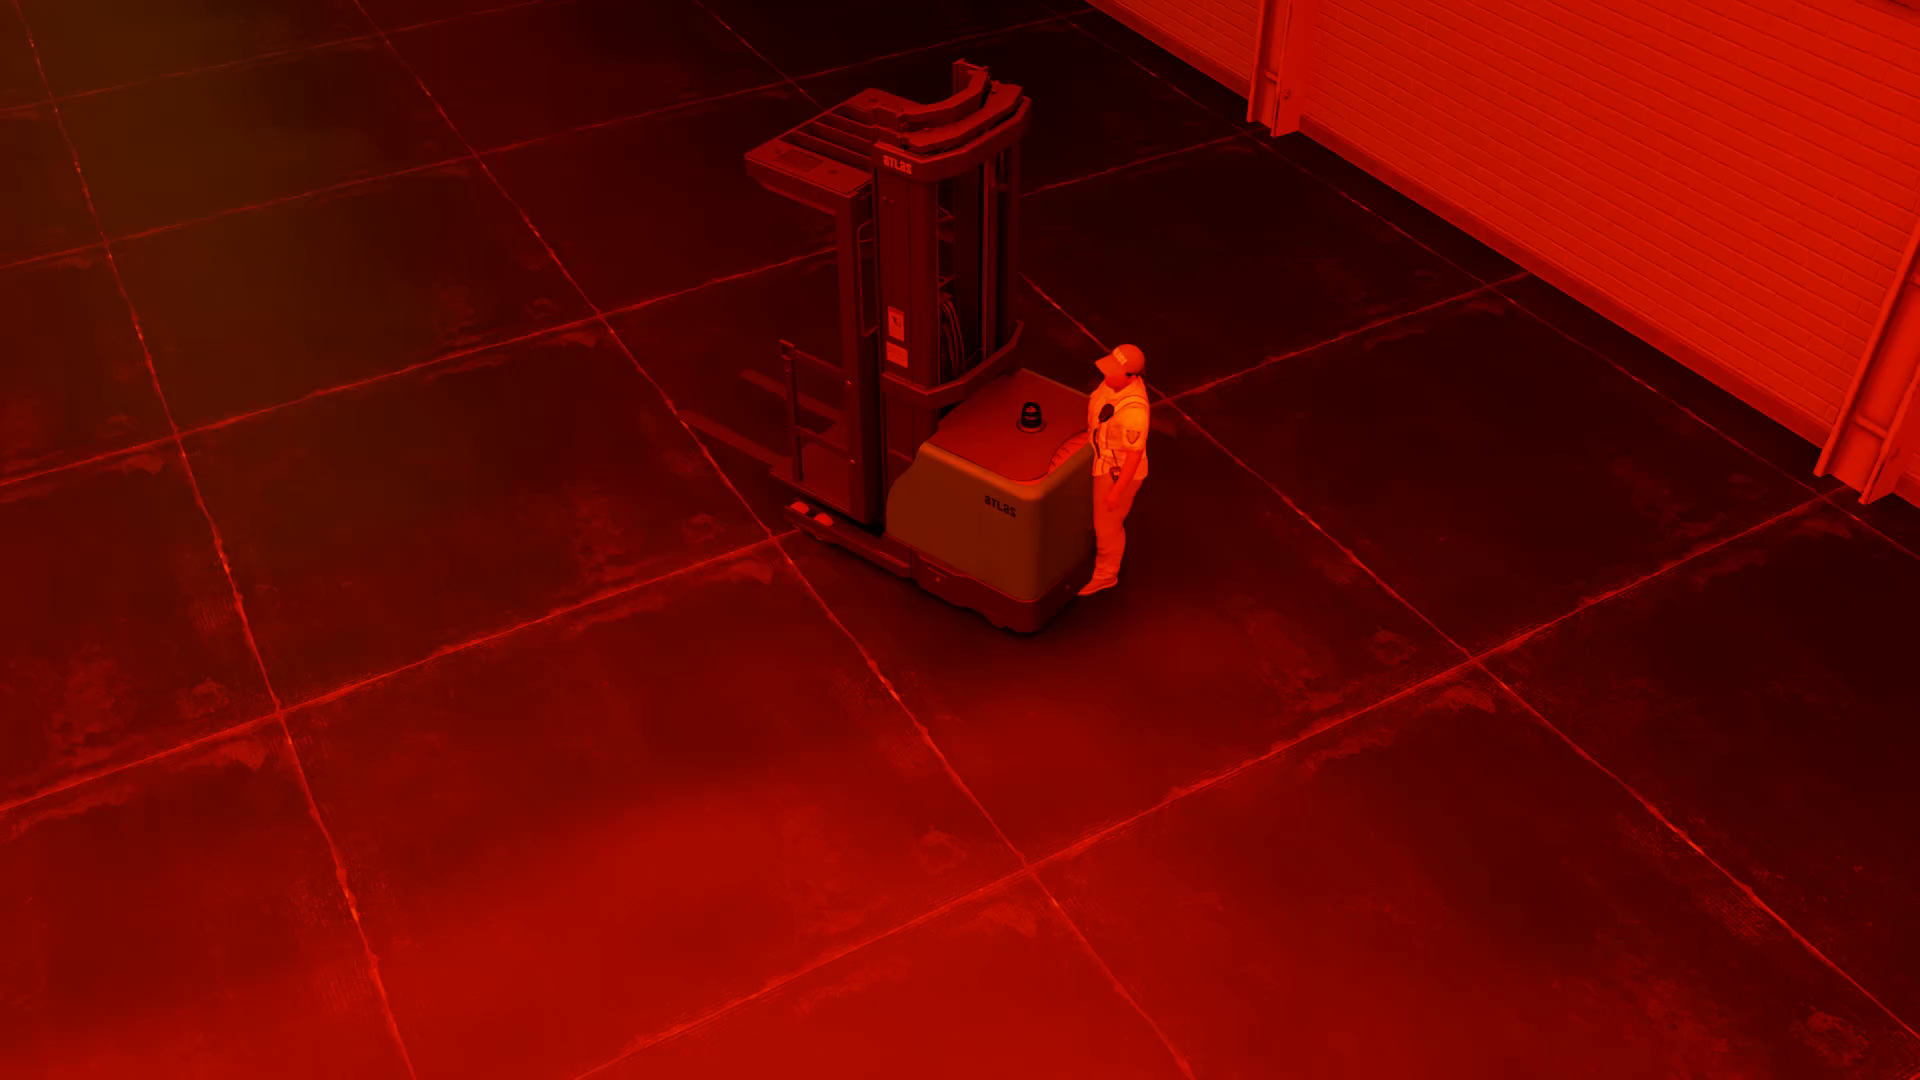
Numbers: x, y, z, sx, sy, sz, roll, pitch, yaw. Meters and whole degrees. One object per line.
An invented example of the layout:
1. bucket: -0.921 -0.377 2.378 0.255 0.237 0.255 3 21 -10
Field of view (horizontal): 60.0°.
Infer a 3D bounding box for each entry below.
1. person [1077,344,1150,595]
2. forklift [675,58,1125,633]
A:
1. person: 0.801 -0.415 9.522 0.510 1.673 0.596 -6 40 -8
2. forklift: -0.481 -1.366 9.683 3.031 2.935 1.130 26 46 28
